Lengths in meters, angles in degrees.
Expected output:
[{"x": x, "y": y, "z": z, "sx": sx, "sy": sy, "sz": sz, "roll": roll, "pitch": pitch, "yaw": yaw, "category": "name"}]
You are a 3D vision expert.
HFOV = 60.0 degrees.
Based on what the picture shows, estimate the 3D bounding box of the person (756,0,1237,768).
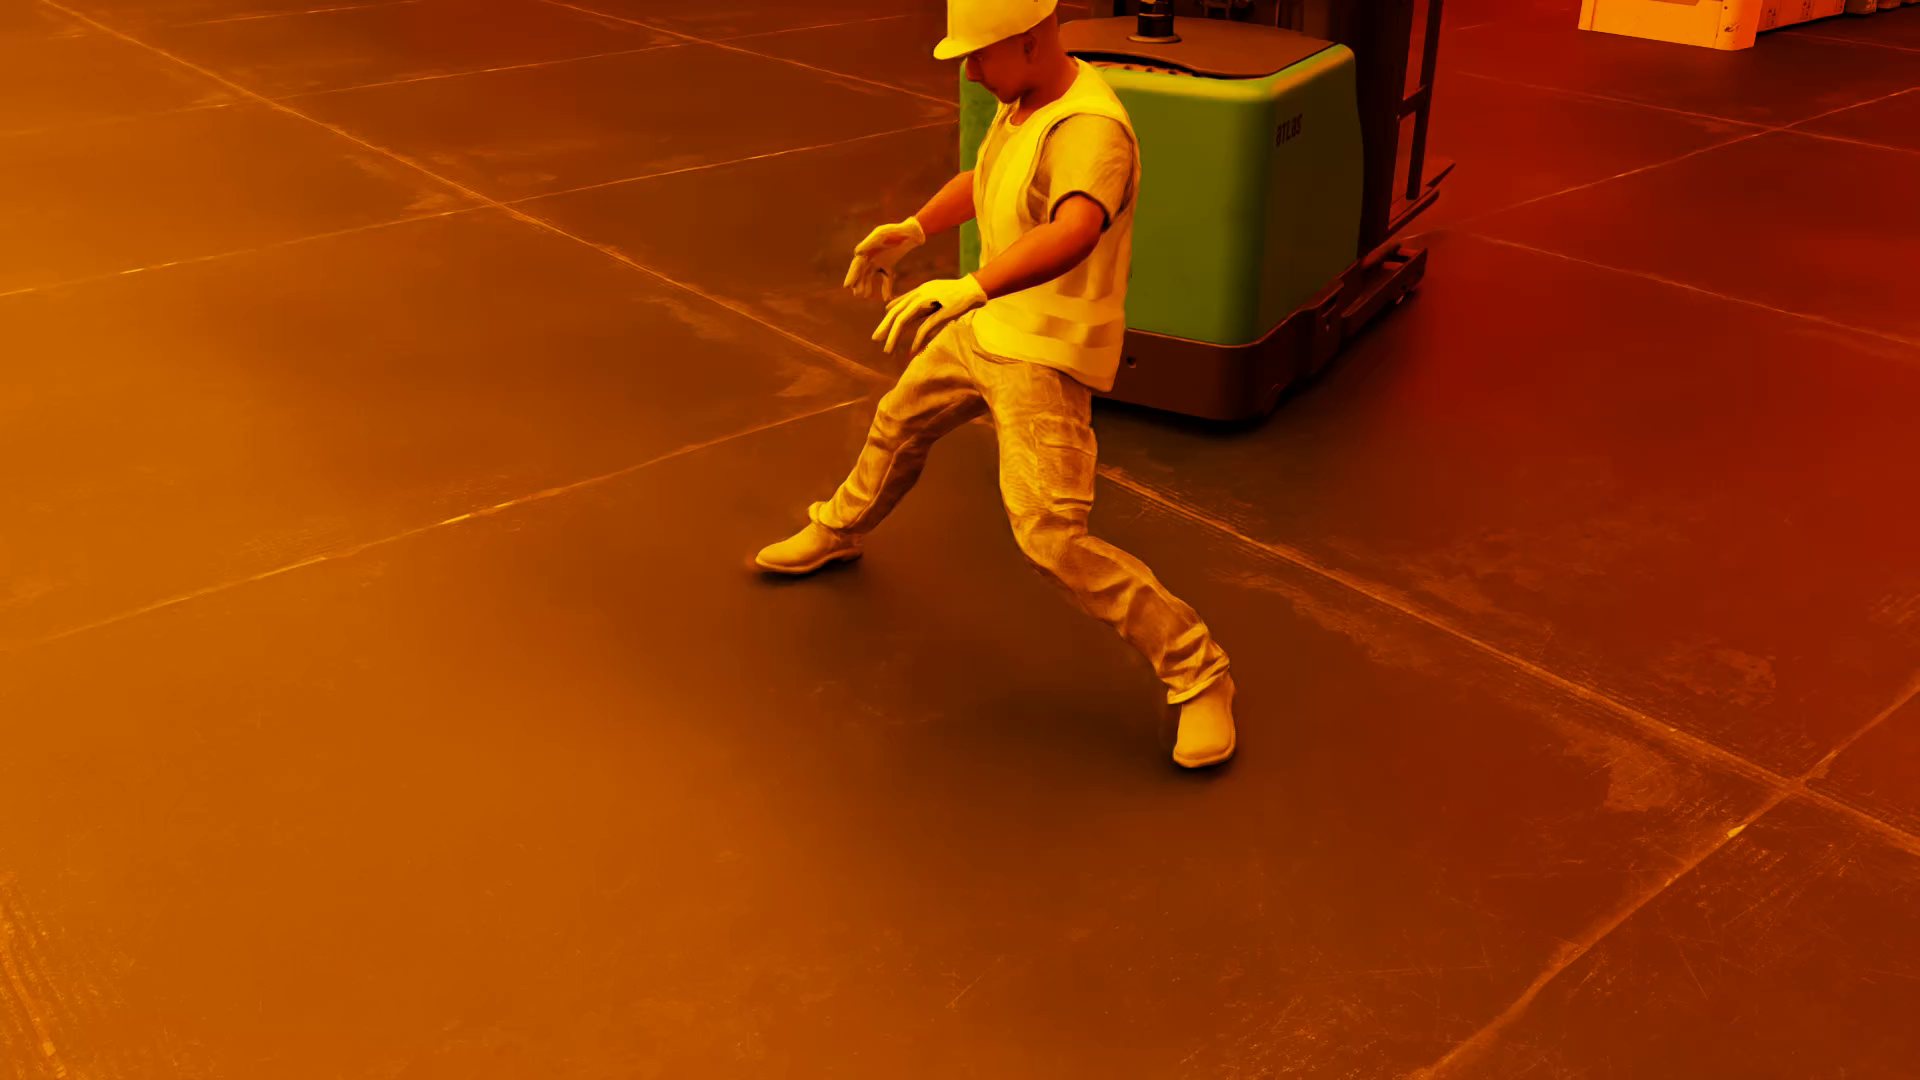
[{"x": 0.049, "y": -0.441, "z": 3.616, "sx": 0.948, "sy": 1.573, "sz": 1.274, "roll": -6, "pitch": 27, "yaw": -12, "category": "person"}]

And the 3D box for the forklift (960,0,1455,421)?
[{"x": 1.154, "y": -2.292, "z": 5.823, "sx": 1.130, "sy": 2.935, "sz": 3.031, "roll": 14, "pitch": 30, "yaw": 26, "category": "forklift"}]
